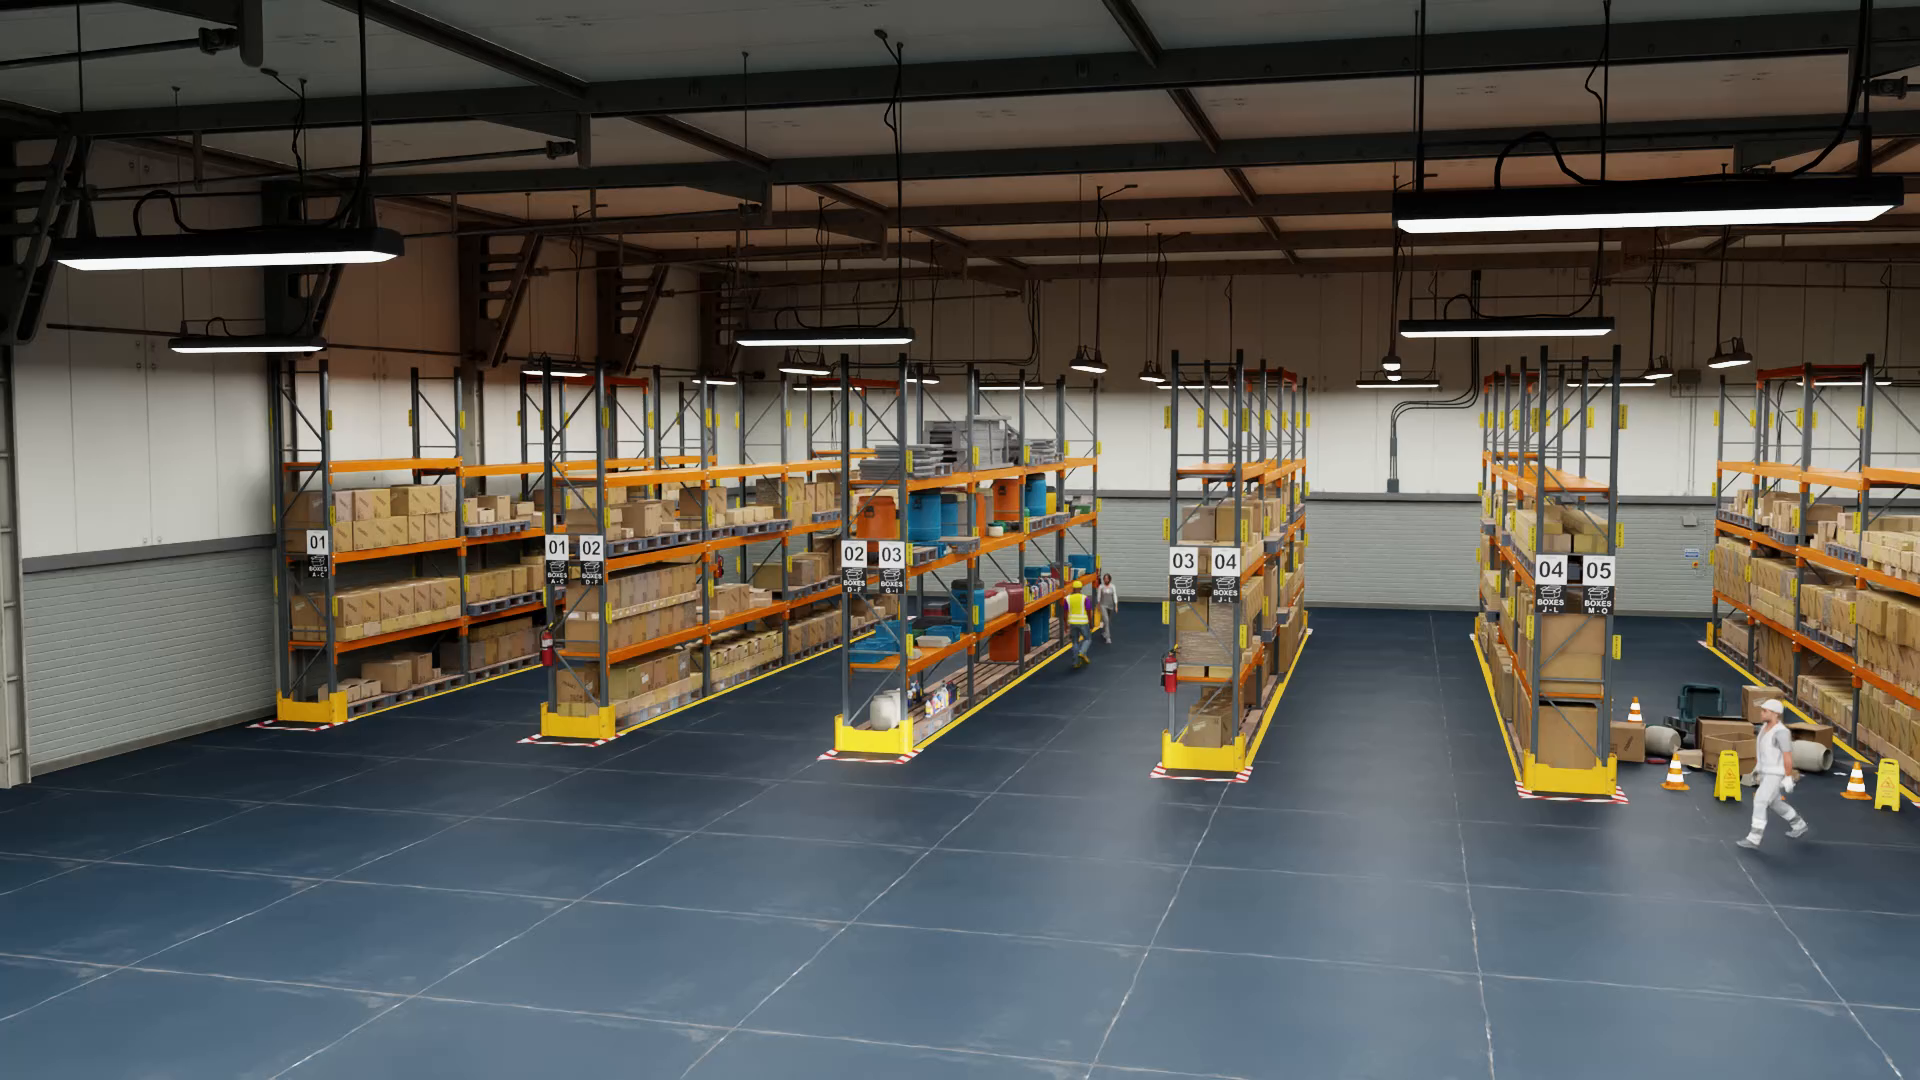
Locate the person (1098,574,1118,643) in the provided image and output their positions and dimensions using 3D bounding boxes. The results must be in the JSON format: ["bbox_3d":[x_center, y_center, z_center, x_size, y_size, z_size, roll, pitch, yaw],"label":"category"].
[{"bbox_3d":[3.316,1.515,37.489,0.415,1.536,1.003,-1,4,-12],"label":"person"}]

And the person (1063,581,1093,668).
[{"bbox_3d":[2.377,1.704,33.584,0.609,1.766,0.602,1,4,19],"label":"person"}]

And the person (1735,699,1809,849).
[{"bbox_3d":[9.526,2.727,19.436,1.051,1.749,0.551,-1,4,-10],"label":"person"}]
